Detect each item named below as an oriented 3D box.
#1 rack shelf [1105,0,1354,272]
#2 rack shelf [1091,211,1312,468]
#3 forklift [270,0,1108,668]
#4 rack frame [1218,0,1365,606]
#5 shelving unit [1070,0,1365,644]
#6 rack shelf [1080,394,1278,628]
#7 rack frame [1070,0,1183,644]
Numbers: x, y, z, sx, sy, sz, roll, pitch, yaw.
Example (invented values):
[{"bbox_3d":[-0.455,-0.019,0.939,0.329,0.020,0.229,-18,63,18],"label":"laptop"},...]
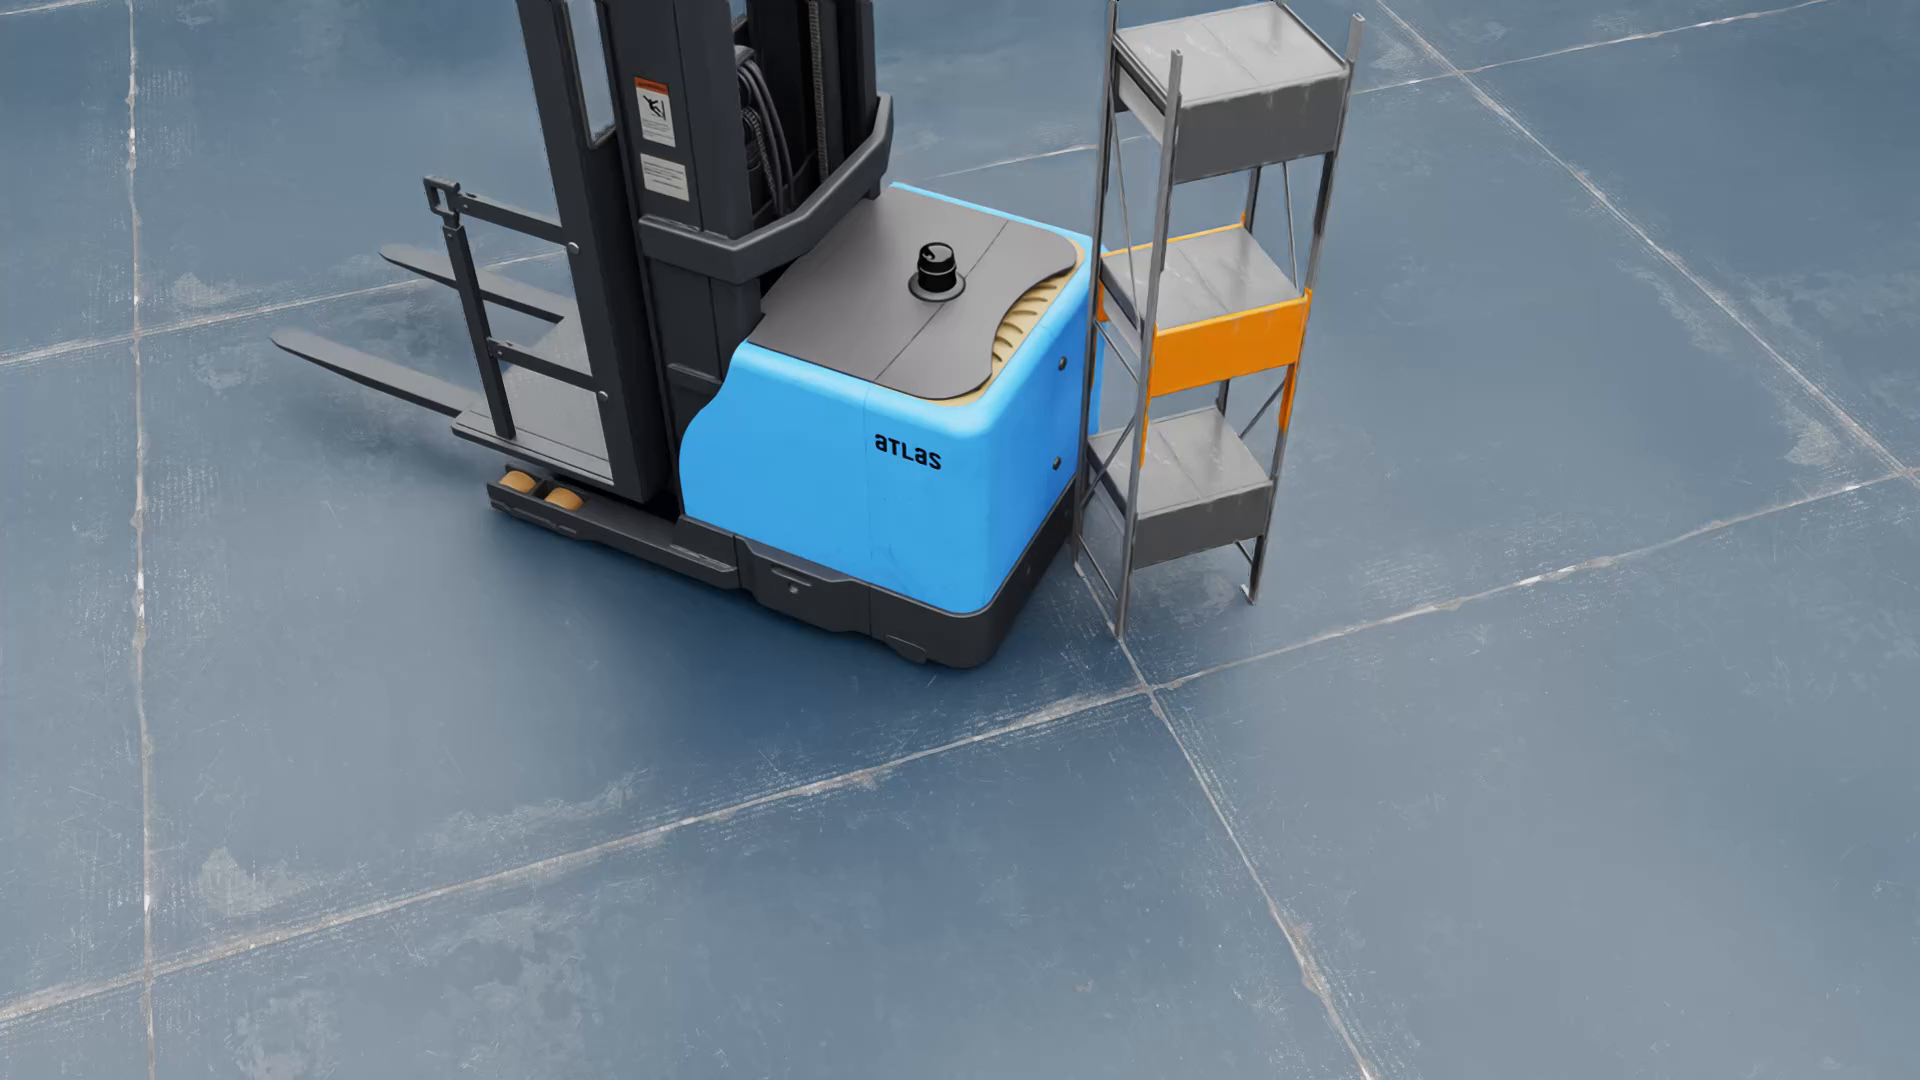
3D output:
[{"bbox_3d":[0.682,-1.082,4.377,0.480,0.518,0.431,-15,47,-14],"label":"rack shelf"},{"bbox_3d":[0.682,-0.588,4.873,0.480,0.518,0.431,-15,47,-14],"label":"rack shelf"},{"bbox_3d":[-1.068,-1.364,5.040,3.031,2.935,1.130,19,48,18],"label":"forklift"},{"bbox_3d":[0.911,-0.657,4.922,0.015,2.100,0.400,-15,47,-14],"label":"rack frame"},{"bbox_3d":[0.682,-0.597,4.863,0.503,2.100,0.431,-15,47,-14],"label":"shelving unit"},{"bbox_3d":[0.682,-0.094,5.368,0.480,0.518,0.431,-15,47,-14],"label":"rack shelf"},{"bbox_3d":[0.453,-0.538,4.804,0.015,2.100,0.400,-15,47,-14],"label":"rack frame"}]
